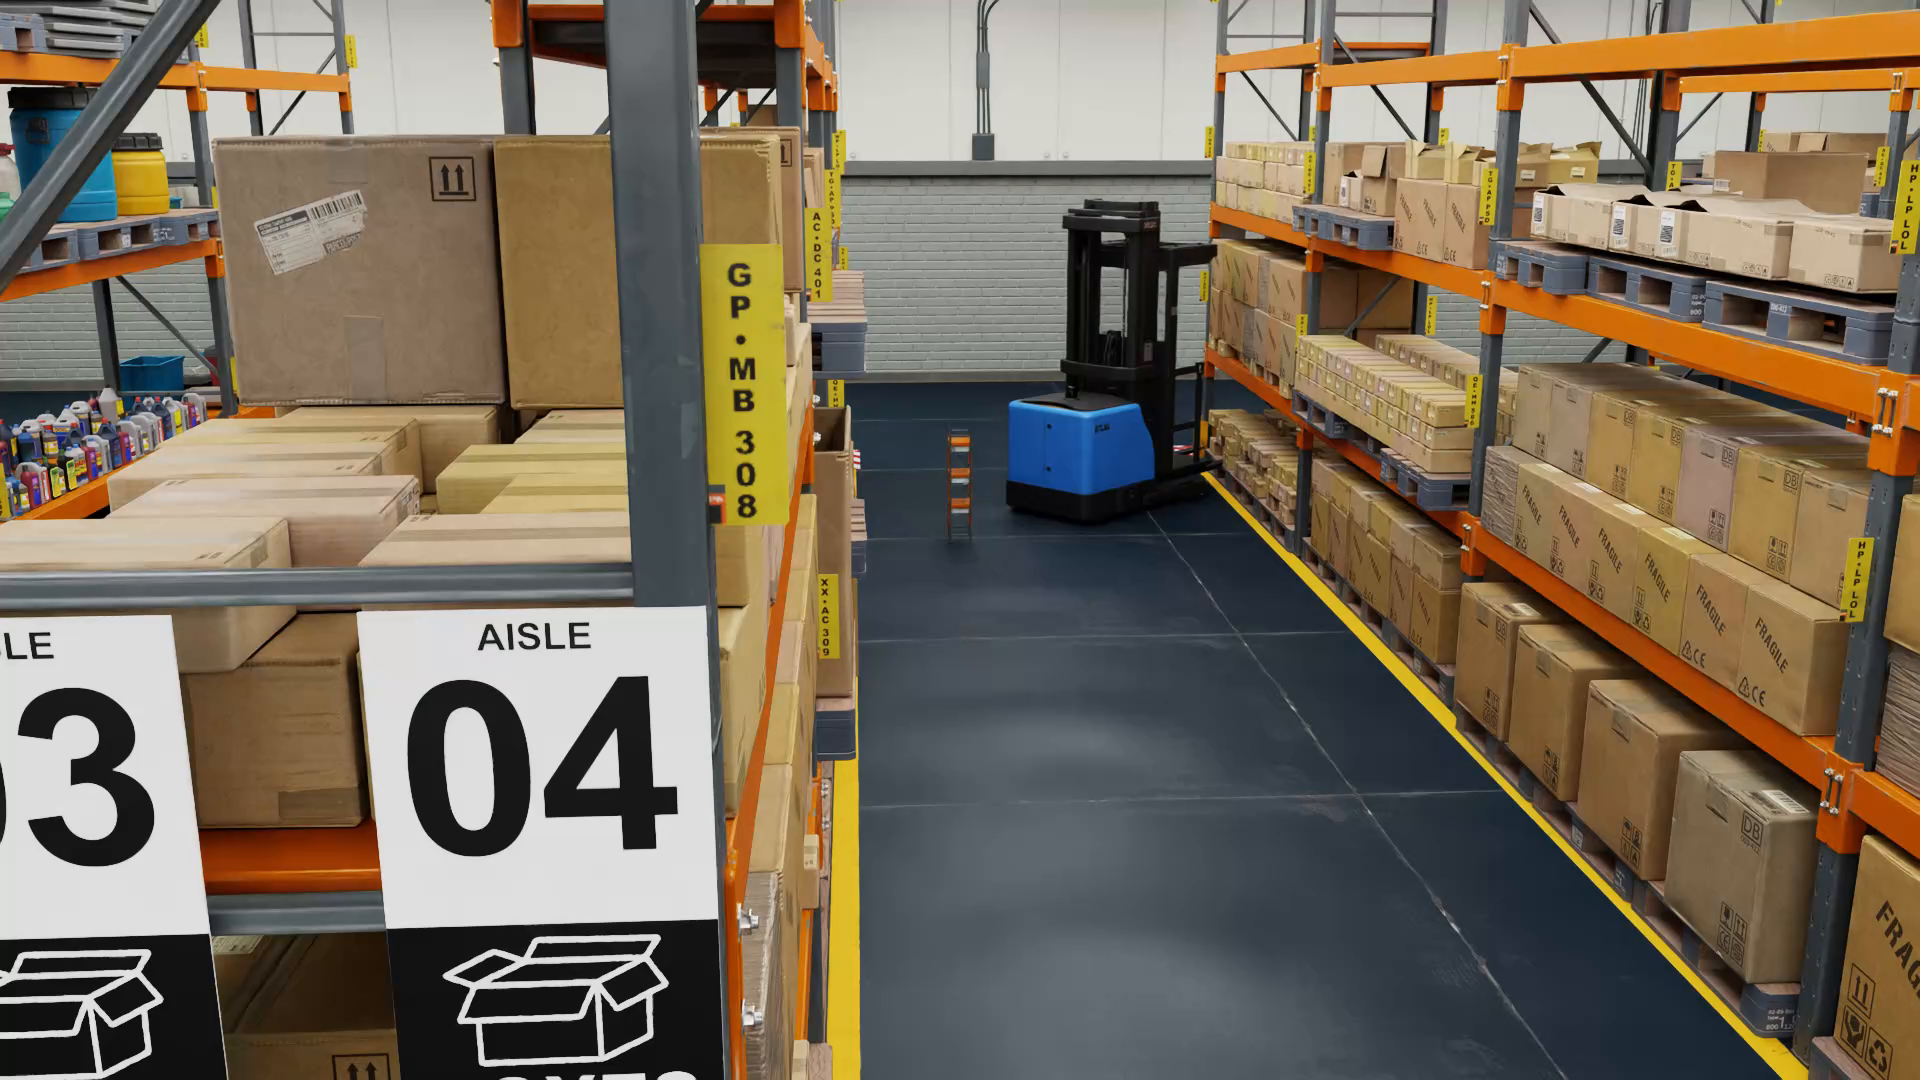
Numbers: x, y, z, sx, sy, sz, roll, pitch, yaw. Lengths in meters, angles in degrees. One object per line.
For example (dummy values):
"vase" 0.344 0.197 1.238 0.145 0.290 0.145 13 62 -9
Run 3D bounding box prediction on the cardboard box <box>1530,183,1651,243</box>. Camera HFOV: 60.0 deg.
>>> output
"cardboard box" 3.494 -1.810 9.158 0.500 0.311 0.500 -1 14 -3

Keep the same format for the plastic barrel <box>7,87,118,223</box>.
"plastic barrel" -6.221 -2.676 11.539 0.600 0.901 0.708 -1 14 -3

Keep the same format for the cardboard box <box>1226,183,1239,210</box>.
"cardboard box" 2.974 -3.455 16.718 0.500 0.250 0.500 0 14 -2

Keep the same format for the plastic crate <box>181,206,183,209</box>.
"plastic crate" -6.938 -2.835 14.534 0.293 0.136 0.466 -1 14 -3

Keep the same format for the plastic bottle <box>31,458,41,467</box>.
"plastic bottle" -6.005 -0.398 10.812 0.097 0.271 0.097 0 14 0

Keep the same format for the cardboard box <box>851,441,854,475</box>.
"cardboard box" -1.476 -0.291 13.560 1.225 0.875 0.875 -1 14 -3

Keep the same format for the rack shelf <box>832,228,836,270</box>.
"rack shelf" -1.412 -1.883 11.748 1.077 0.370 4.000 -1 14 -3

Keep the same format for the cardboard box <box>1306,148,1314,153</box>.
"cardboard box" 3.128 -3.216 13.984 0.380 0.149 0.250 -2 15 -6

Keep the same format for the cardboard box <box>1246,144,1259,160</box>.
"cardboard box" 2.965 -3.731 15.985 0.380 0.149 0.250 0 14 -2

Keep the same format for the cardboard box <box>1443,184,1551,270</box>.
"cardboard box" 3.380 -1.972 10.449 0.500 0.500 0.500 -1 14 -3

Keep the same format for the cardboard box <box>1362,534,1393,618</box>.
"cardboard box" 3.290 0.255 12.190 0.500 0.500 0.500 -2 15 -6

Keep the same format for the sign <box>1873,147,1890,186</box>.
"sign" 7.801 -3.161 14.077 0.100 0.325 0.005 -1 14 -3

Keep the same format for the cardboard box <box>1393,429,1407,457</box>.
"cardboard box" 3.149 -0.655 11.216 0.380 0.149 0.250 -1 14 -2

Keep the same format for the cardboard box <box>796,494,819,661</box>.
"cardboard box" -0.738 0.145 5.640 0.500 0.500 0.500 -1 14 -3

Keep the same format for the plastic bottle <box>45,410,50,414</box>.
"plastic bottle" -6.827 -0.824 12.444 0.061 0.283 0.133 -1 14 -3

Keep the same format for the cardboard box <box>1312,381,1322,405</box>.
"cardboard box" 3.021 -1.173 13.226 0.380 0.149 0.250 -1 14 -3

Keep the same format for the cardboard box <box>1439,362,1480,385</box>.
"cardboard box" 3.739 -1.209 12.173 0.380 0.149 0.250 -1 14 -4

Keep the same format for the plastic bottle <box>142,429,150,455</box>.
"plastic bottle" -6.035 -0.732 12.250 0.097 0.201 0.097 0 14 0

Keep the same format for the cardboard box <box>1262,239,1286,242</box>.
"cardboard box" 3.450 -2.889 17.430 0.500 0.500 0.500 -1 14 -5

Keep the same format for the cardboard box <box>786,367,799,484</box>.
"cardboard box" -0.692 -0.300 4.455 0.500 0.250 0.500 -1 14 -4

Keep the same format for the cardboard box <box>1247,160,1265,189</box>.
"cardboard box" 3.027 -3.450 15.692 0.500 0.250 0.500 -1 14 -6

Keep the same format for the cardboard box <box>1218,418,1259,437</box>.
"cardboard box" 2.891 -1.166 17.223 0.380 0.149 0.250 -1 14 -4

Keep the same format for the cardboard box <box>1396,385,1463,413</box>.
"cardboard box" 3.151 -0.945 11.146 0.380 0.149 0.250 0 14 -2

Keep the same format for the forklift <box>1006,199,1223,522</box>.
"forklift" 1.819 -1.888 16.481 1.130 2.935 3.031 13 19 41

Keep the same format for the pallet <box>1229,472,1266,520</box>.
"pallet" 3.265 -0.447 16.342 1.003 0.211 1.213 -1 14 -3

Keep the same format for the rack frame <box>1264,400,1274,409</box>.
"rack frame" 3.170 -2.322 18.031 0.949 2.616 0.053 -1 14 -3

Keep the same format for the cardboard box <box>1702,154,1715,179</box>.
"cardboard box" 8.225 -3.945 17.577 0.500 0.250 0.500 -2 15 -9

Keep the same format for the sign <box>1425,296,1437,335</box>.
"sign" 3.975 -1.897 14.057 0.100 0.325 0.005 -1 14 -3

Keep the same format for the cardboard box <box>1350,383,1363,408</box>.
"cardboard box" 3.424 -0.958 12.092 1.036 0.298 0.538 -1 14 -5

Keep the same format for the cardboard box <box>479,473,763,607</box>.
"cardboard box" -0.498 -0.003 2.498 0.380 0.149 0.250 -1 14 -2

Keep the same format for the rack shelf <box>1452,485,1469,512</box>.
"rack shelf" 3.545 -0.576 12.297 0.919 0.124 3.809 -1 14 -3

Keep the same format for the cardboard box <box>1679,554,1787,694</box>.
"cardboard box" 3.586 0.363 7.396 0.500 0.500 0.500 -1 14 -4

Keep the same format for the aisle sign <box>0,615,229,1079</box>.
"aisle sign" -1.088 0.470 1.964 0.394 0.787 0.004 -1 14 -3

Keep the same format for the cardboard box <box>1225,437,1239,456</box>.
"cardboard box" 2.921 -0.961 17.022 0.380 0.149 0.250 0 14 -2

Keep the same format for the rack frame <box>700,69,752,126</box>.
"rack frame" -1.285 -3.186 9.351 0.949 2.616 0.053 -1 14 -3

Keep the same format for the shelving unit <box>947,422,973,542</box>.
"shelving unit" -0.003 -0.522 14.947 0.215 1.050 0.252 -1 14 -3

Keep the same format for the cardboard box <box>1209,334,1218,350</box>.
"cardboard box" 2.866 -2.115 17.730 0.380 0.149 0.250 -1 14 -4

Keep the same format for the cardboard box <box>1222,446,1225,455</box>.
"cardboard box" 2.984 -0.946 17.561 0.380 0.149 0.250 -1 14 -4

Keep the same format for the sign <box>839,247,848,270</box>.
"sign" -1.241 -2.951 17.677 0.100 0.325 0.005 -1 14 -3

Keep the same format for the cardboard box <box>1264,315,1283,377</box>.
"cardboard box" 3.078 -1.765 15.068 0.500 0.500 0.500 -1 14 -5

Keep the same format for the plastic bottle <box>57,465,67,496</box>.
"plastic bottle" -5.952 -0.398 10.954 0.097 0.201 0.097 0 14 0

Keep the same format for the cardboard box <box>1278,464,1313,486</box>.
"cardboard box" 3.084 -0.585 14.967 0.380 0.149 0.250 -1 14 -3

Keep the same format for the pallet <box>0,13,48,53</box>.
"pallet" -6.245 -3.005 9.826 1.213 0.211 1.003 -1 14 -3

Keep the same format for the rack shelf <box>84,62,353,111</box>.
"rack shelf" -6.603 -4.060 14.993 1.077 0.370 4.000 -1 14 -3

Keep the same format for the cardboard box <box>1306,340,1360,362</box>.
"cardboard box" 3.010 -1.523 13.392 0.380 0.149 0.250 0 14 -2

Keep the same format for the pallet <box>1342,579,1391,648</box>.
"pallet" 3.549 0.521 12.578 1.003 0.211 1.213 -1 14 -3

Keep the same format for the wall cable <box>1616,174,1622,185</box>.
"wall cable" 9.150 -4.342 23.845 0.588 1.984 0.122 -1 14 -3

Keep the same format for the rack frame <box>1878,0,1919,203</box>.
"rack frame" 8.355 -4.334 13.812 1.000 3.000 0.127 -1 14 -3

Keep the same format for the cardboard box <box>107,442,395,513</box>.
"cardboard box" -1.146 -0.062 2.727 0.380 0.149 0.250 -2 15 -6

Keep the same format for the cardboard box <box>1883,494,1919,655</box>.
"cardboard box" 3.905 0.159 5.920 0.875 0.550 0.550 -1 14 -3
